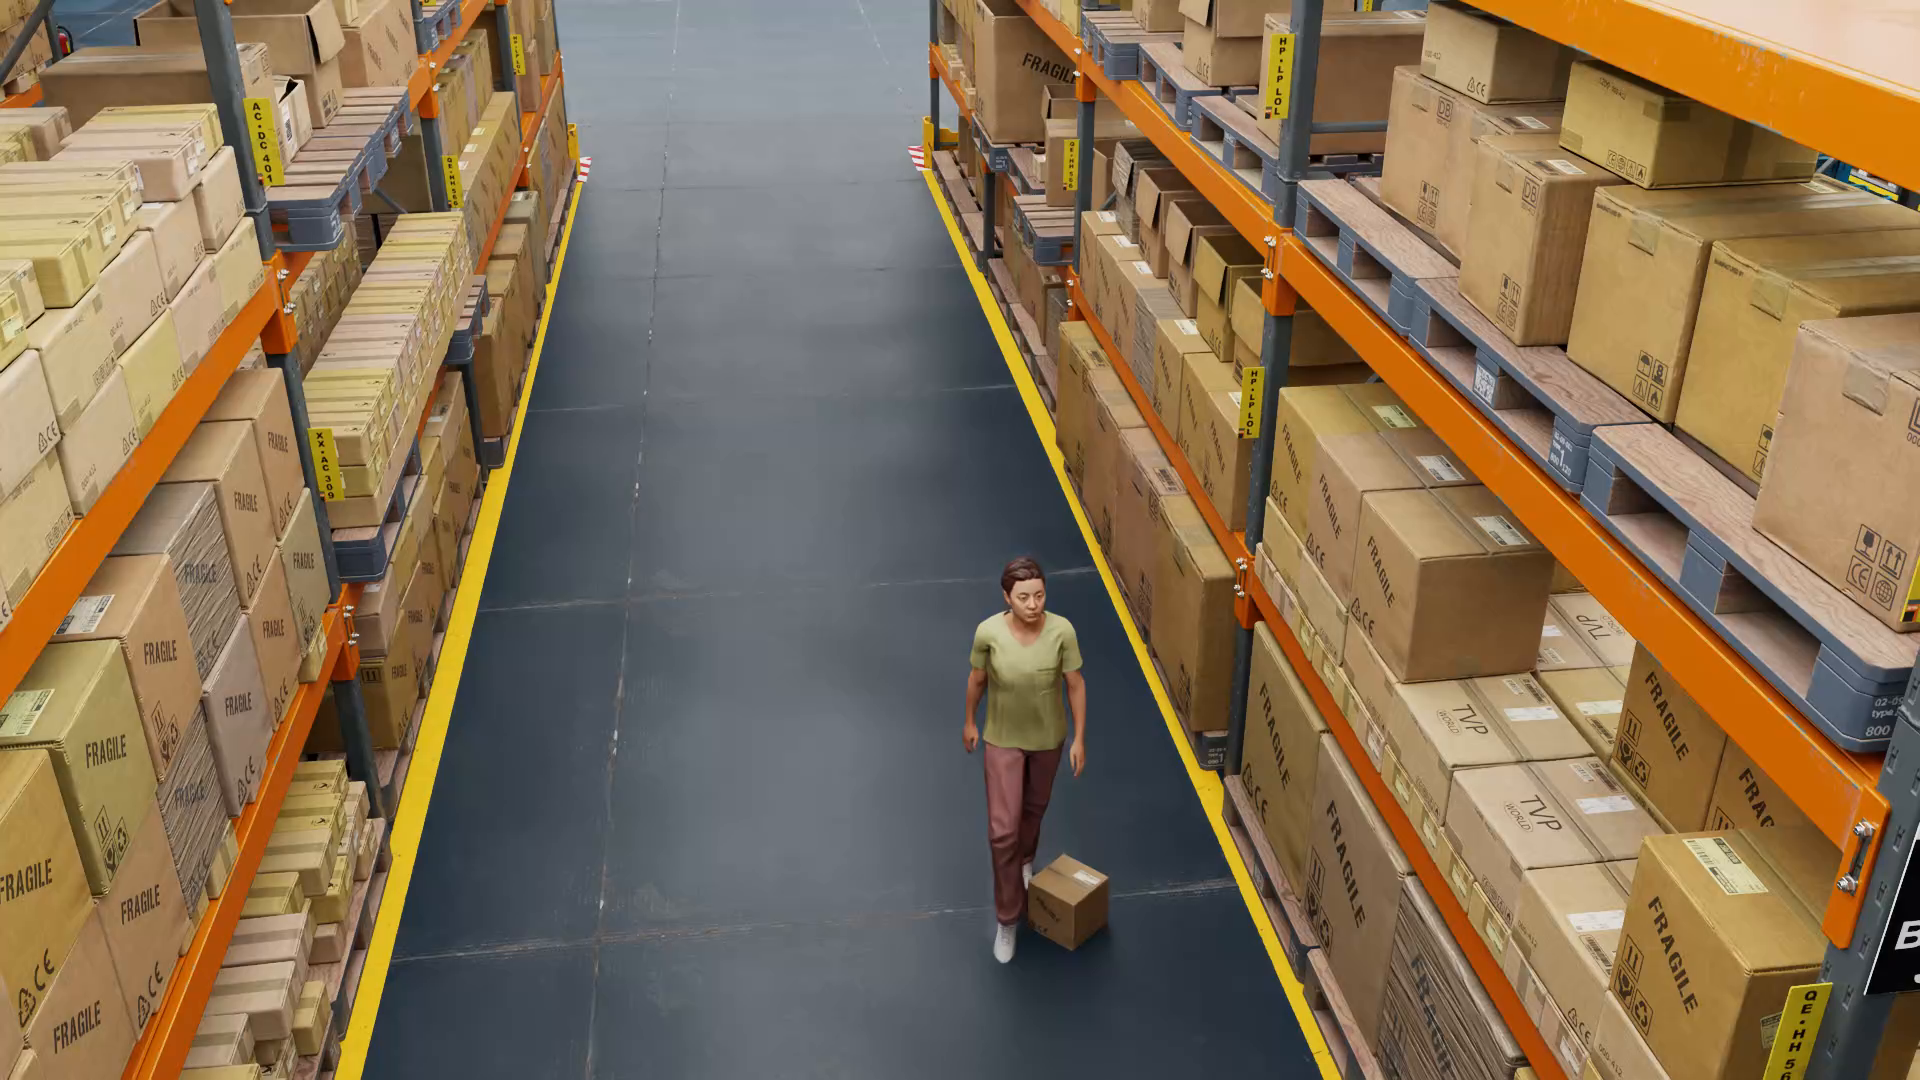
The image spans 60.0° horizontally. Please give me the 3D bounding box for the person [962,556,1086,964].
[{"bbox_3d":[0.281,0.881,6.933,0.490,1.712,0.693,-4,28,-7],"label":"person"}]
